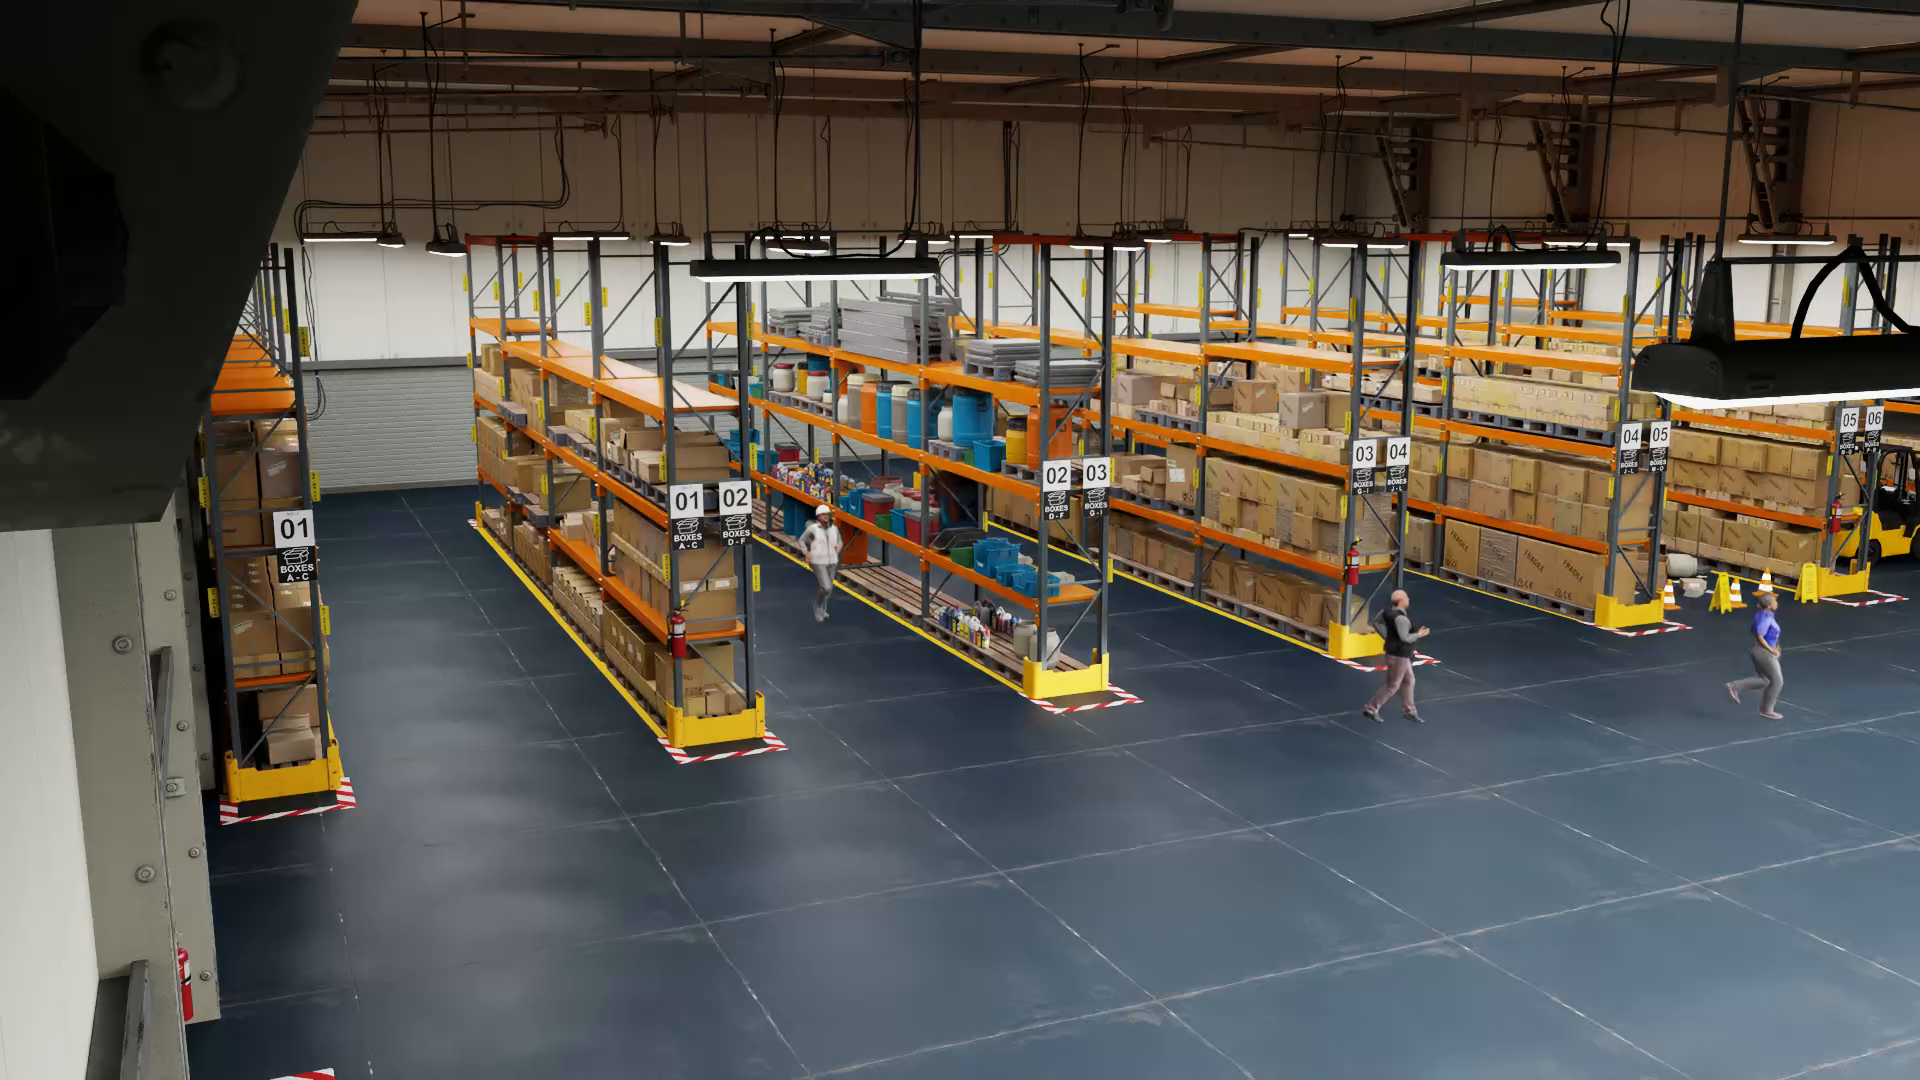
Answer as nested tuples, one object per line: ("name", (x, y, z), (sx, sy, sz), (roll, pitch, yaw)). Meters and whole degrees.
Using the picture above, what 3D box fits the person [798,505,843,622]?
("person", (-2.046, 0.364, 25.184), (0.639, 1.793, 0.649), (-7, 13, -33))

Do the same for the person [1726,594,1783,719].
("person", (10.239, 1.485, 21.298), (0.686, 1.632, 0.577), (2, 11, 12))

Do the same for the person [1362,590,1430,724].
("person", (5.485, 1.488, 20.857), (0.837, 1.760, 0.647), (0, 11, 2))
